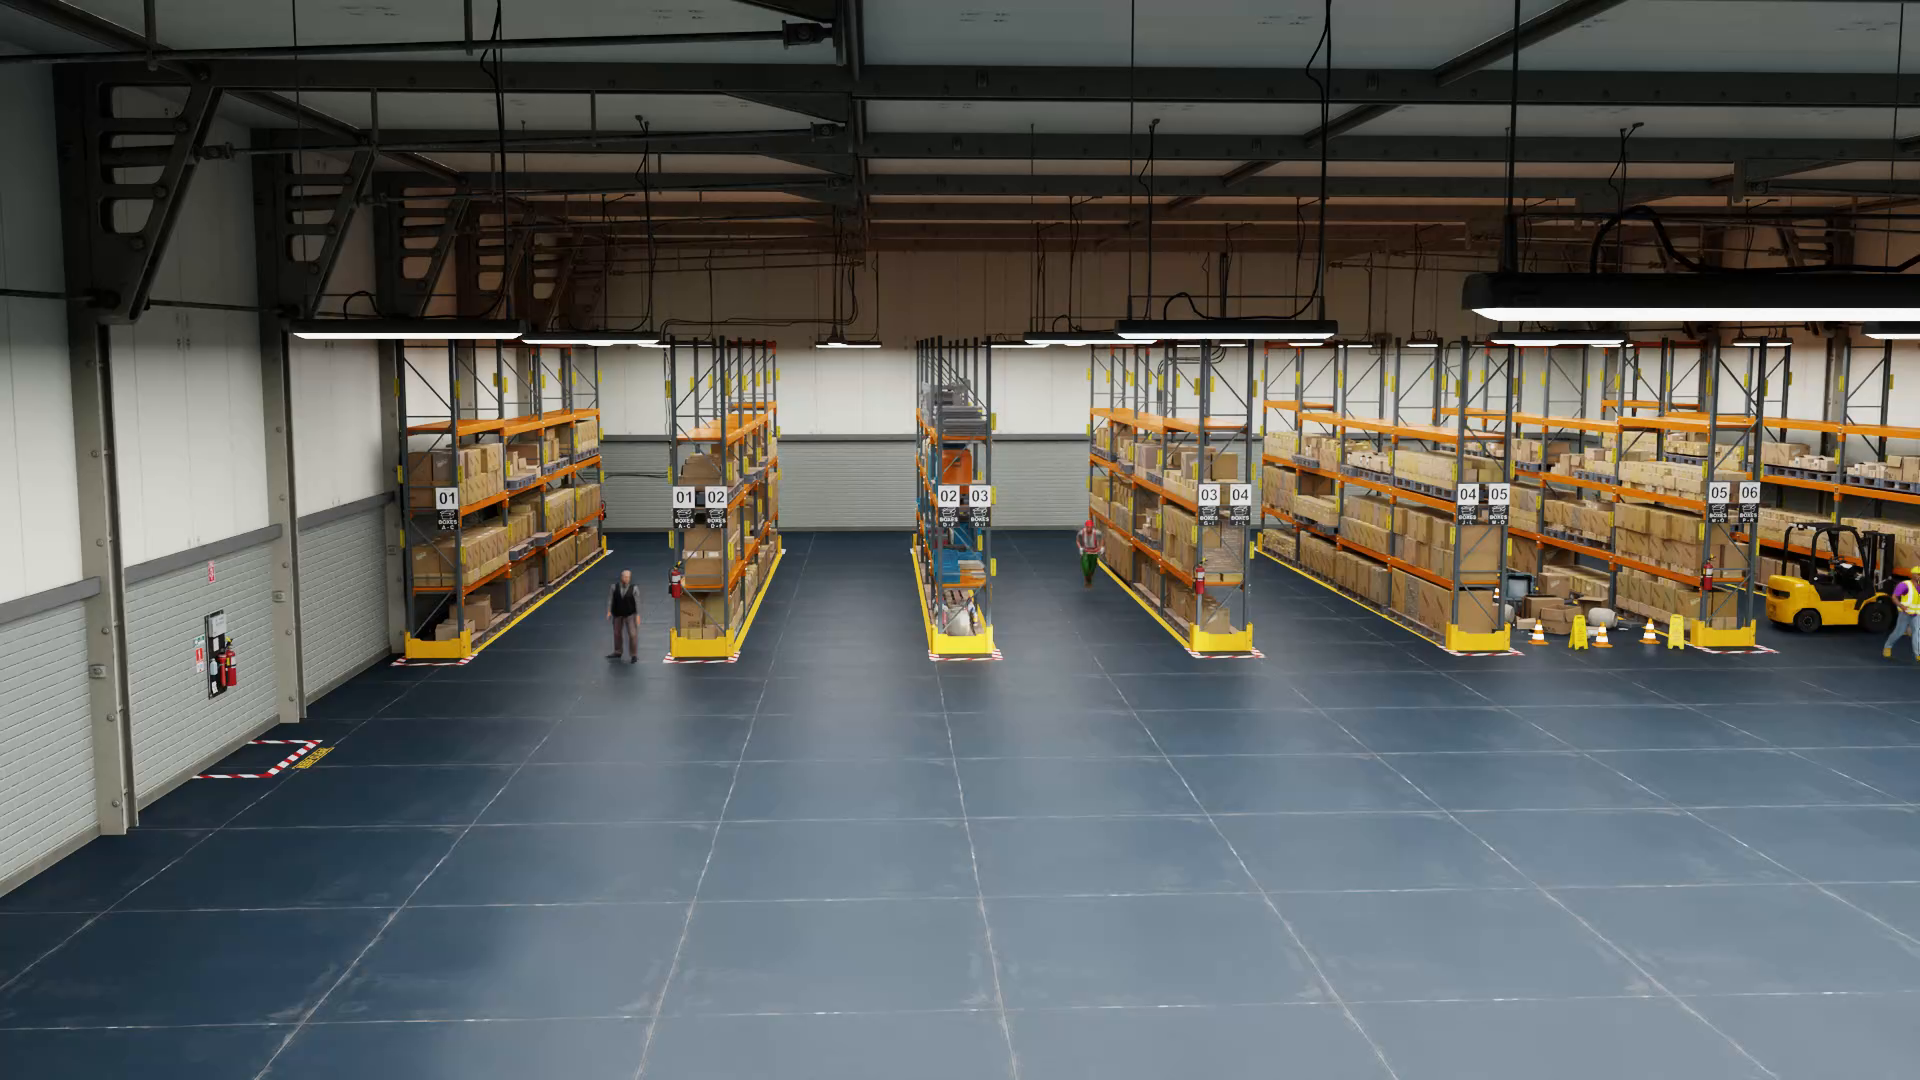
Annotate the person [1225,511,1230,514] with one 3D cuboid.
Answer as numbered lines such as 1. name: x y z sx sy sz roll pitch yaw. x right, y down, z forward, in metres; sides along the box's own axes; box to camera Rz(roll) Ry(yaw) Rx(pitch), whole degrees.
1. person: 7.572 -0.296 45.766 0.687 1.684 0.737 -1 7 -9

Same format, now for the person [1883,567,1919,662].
1. person: 17.474 1.350 30.488 0.742 1.738 1.087 -1 7 -6

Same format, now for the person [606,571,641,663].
1. person: -6.235 1.412 30.759 0.671 1.735 0.577 0 6 -2

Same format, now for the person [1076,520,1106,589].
1. person: 2.992 0.321 38.046 0.676 1.617 0.862 1 7 4
